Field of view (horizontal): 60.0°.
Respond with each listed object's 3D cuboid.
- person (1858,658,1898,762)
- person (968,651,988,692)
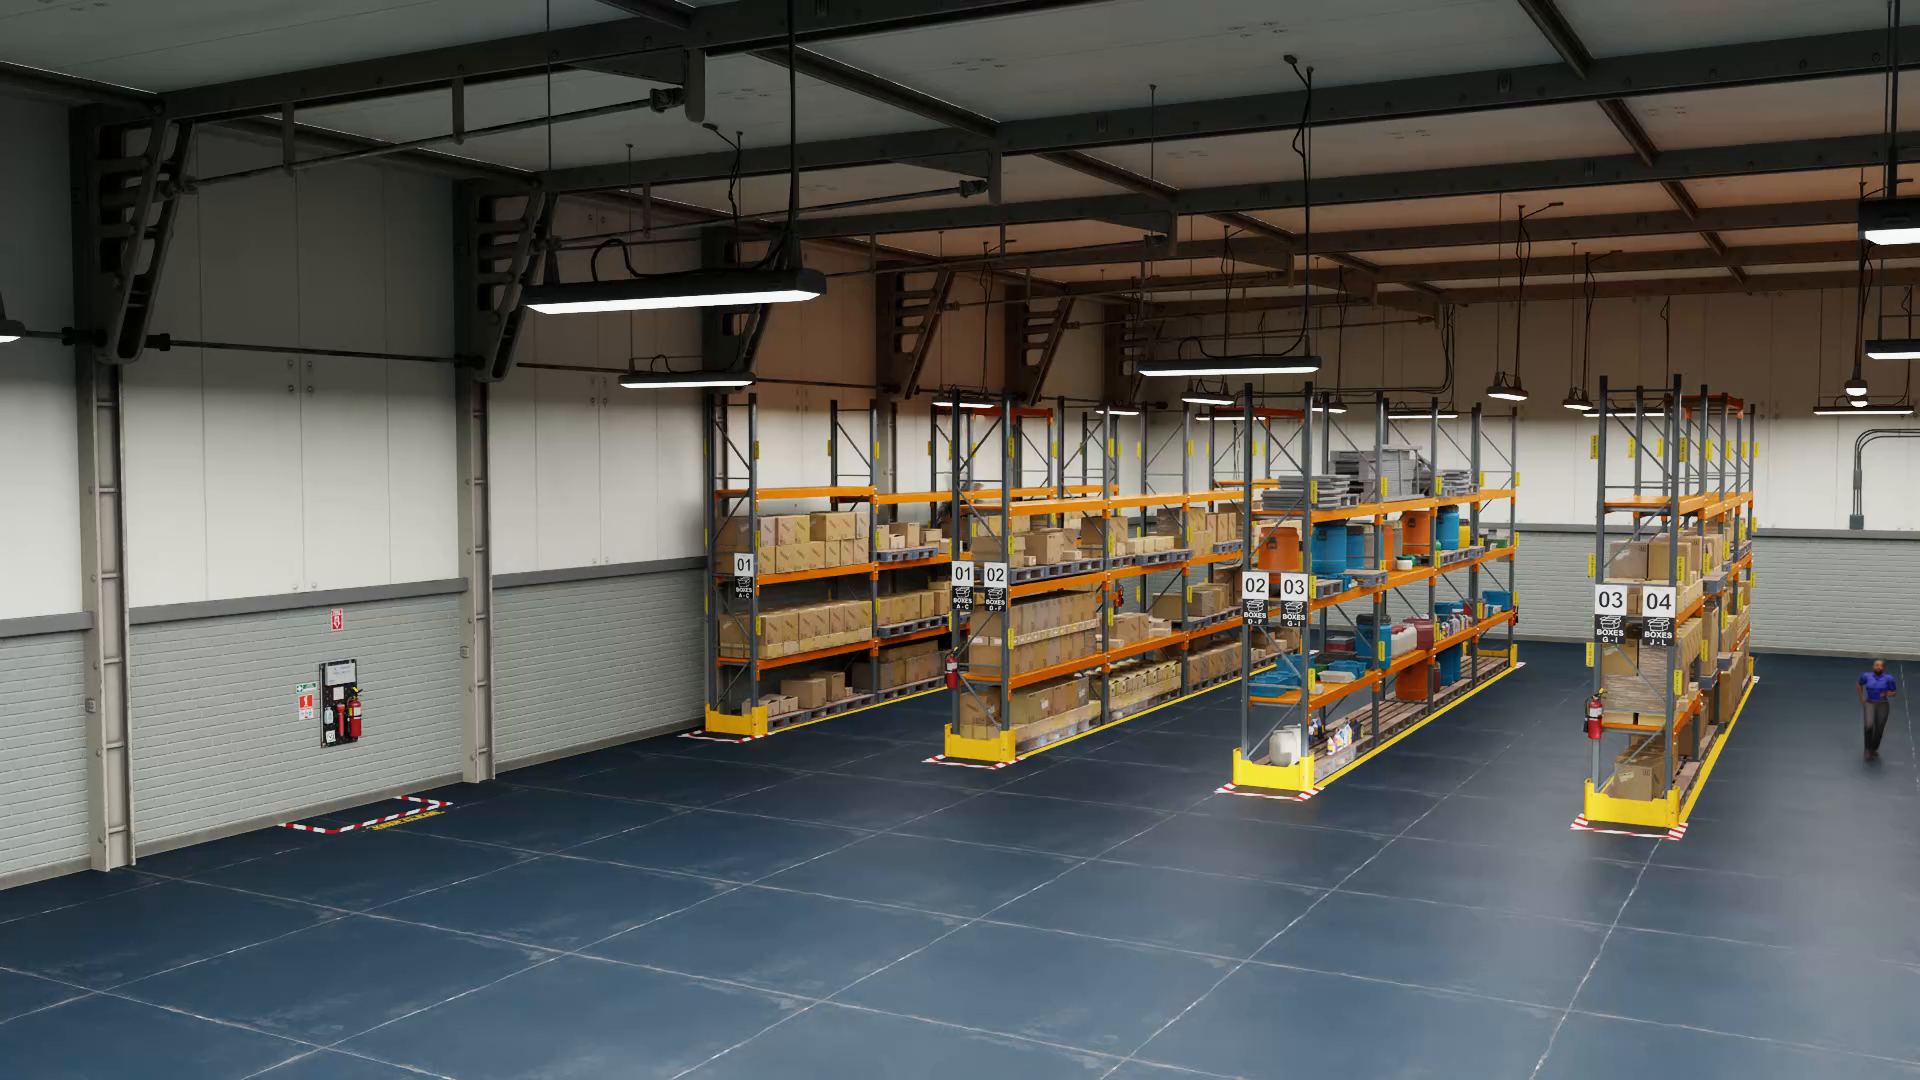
[{"bbox_3d":[14.816,2.743,26.848,0.557,1.685,0.773,1,3,26],"label":"person"},{"bbox_3d":[0.403,2.506,31.524,0.603,1.613,0.637,1,3,18],"label":"person"}]
